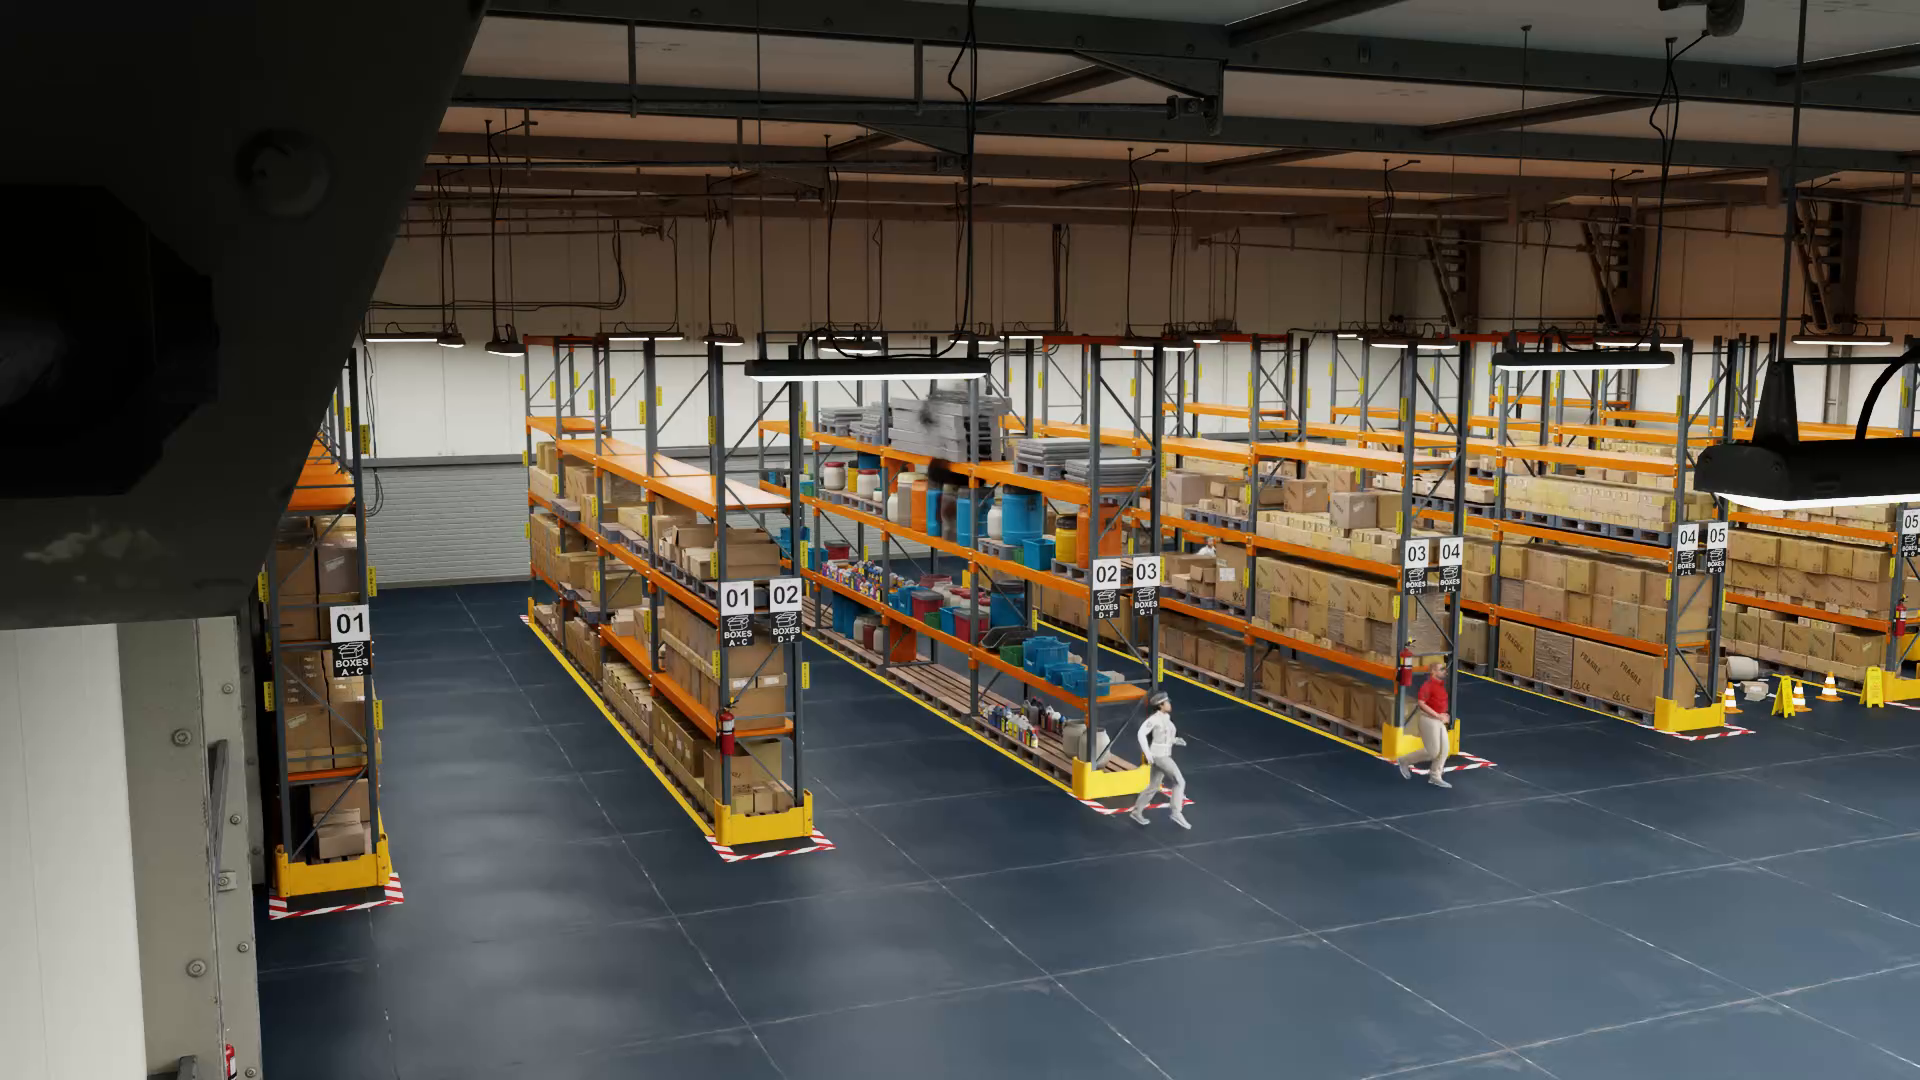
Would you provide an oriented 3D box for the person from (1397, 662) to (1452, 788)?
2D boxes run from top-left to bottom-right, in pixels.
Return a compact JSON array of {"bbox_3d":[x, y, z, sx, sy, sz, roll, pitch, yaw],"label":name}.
[{"bbox_3d":[6.390,2.498,22.690,0.736,1.716,0.692,5,9,34],"label":"person"}]

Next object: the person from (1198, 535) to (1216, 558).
[{"bbox_3d":[5.393,0.733,35.949,0.623,1.743,0.707,-3,8,-19],"label":"person"}]

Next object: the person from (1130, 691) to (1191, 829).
[{"bbox_3d":[2.532,2.722,20.825,0.775,1.685,0.583,2,8,12],"label":"person"}]

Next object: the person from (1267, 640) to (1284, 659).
[{"bbox_3d":[5.855,1.352,30.995,0.736,1.747,0.664,-4,8,-26],"label":"person"}]
